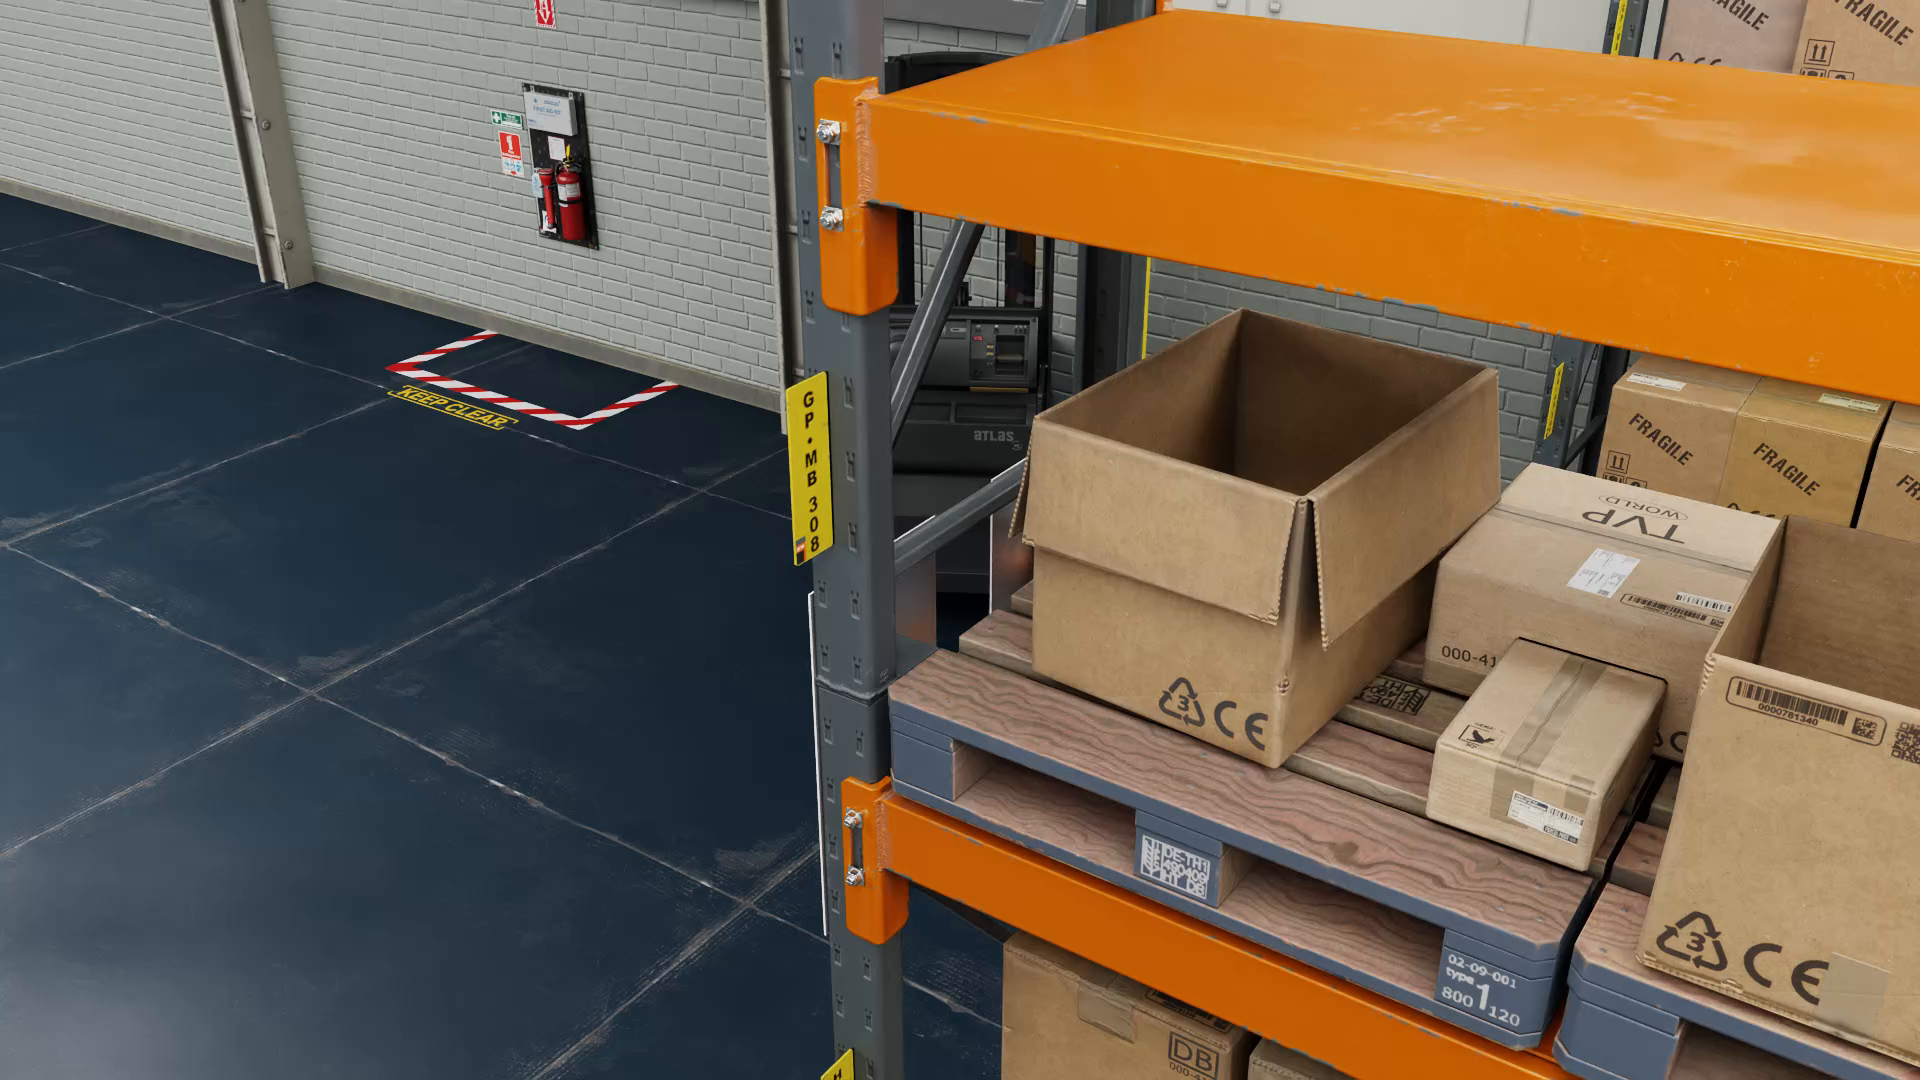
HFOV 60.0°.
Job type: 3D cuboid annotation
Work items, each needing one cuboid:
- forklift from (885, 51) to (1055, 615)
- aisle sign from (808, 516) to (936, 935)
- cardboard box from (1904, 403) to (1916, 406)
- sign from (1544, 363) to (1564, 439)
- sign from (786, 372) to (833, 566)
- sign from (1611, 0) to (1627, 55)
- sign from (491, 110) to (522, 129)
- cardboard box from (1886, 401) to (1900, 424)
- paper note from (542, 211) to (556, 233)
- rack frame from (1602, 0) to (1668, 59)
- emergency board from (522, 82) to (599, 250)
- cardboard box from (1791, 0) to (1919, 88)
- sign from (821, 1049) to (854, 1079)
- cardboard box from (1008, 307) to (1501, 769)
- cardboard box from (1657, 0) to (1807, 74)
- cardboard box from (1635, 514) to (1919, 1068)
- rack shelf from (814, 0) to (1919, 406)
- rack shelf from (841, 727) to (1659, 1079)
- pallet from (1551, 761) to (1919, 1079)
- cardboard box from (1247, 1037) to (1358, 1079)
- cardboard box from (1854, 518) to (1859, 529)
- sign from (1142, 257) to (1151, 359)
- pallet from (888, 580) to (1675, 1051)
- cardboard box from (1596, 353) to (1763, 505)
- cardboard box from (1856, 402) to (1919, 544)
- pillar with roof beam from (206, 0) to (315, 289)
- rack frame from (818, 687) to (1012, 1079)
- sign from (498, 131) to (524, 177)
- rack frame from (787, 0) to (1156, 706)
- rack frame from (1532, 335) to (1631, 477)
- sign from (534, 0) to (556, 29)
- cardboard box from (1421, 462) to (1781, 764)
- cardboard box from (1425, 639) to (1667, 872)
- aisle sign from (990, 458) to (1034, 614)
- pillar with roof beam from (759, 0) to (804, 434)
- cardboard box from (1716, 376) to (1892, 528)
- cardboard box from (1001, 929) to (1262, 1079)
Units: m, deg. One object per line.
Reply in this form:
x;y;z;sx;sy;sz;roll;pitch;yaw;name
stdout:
-0.047;-1.025;9.032;1.130;2.935;3.031;2;27;4;forklift
-0.162;0.377;3.337;0.004;0.787;0.394;17;32;30;aisle sign
4.214;-0.386;7.018;0.500;0.500;0.500;16;31;29;cardboard box
2.560;-0.598;7.164;0.005;0.325;0.100;17;32;30;sign
-0.254;-0.118;2.817;0.005;0.325;0.100;17;32;30;sign
2.560;-1.939;6.482;0.005;0.325;0.100;17;32;30;sign
-3.426;-3.177;12.561;0.331;0.109;0.001;17;32;30;sign
3.785;-0.517;7.276;0.500;0.500;0.500;18;32;31;cardboard box
-3.134;-2.427;12.684;0.142;0.148;0.016;17;32;30;paper note
2.867;-3.089;6.398;0.127;3.000;1.000;17;32;30;rack frame
-3.027;-2.749;12.344;0.643;1.169;0.194;17;32;30;emergency board
3.432;-1.914;6.162;0.500;0.500;0.500;17;31;30;cardboard box
-0.254;1.222;3.499;0.005;0.325;0.100;17;32;30;sign
0.537;-0.046;2.994;0.637;0.503;0.797;20;33;34;cardboard box
3.047;-2.062;6.452;0.500;0.500;0.500;15;31;27;cardboard box
1.280;0.335;2.249;0.500;0.500;0.500;17;32;30;cardboard box
1.714;-0.224;2.002;4.000;0.370;1.077;17;32;30;rack shelf
1.714;0.935;2.592;4.000;0.370;1.077;17;32;30;rack shelf
1.643;0.644;2.467;1.213;0.211;1.003;17;32;30;pallet
0.923;1.086;3.268;0.500;0.500;0.700;16;31;29;cardboard box
3.526;0.015;7.058;0.500;0.250;0.500;16;31;29;cardboard box
0.384;-0.458;3.646;0.005;0.325;0.100;17;32;30;sign
0.634;0.331;3.082;1.213;0.211;1.003;17;32;30;pallet
3.090;-0.457;7.157;0.500;0.500;0.500;17;32;30;cardboard box
3.914;-0.191;6.635;0.500;0.500;0.500;16;31;29;cardboard box
-8.395;-4.705;9.573;0.400;9.000;9.100;17;32;30;pillar with roof beam
0.065;1.438;4.118;0.127;3.000;1.000;17;32;30;rack frame
-3.425;-2.945;12.691;0.234;0.329;0.001;17;32;30;sign
0.065;-1.236;2.757;0.127;3.000;1.000;17;32;30;rack frame
2.867;-0.415;7.759;0.127;3.000;1.000;17;32;30;rack frame
-2.978;-3.821;11.895;0.199;0.298;0.001;17;32;30;sign
1.164;0.115;2.957;0.500;0.250;0.500;17;32;30;cardboard box
0.935;0.331;2.645;0.250;0.149;0.380;17;32;30;cardboard box
0.178;0.152;3.777;0.004;0.787;0.394;17;32;30;aisle sign
-3.449;-3.164;6.546;0.400;9.000;9.100;17;32;30;pillar with roof beam
3.492;-0.326;6.900;0.500;0.500;0.500;17;32;30;cardboard box
0.487;0.953;3.530;0.500;0.500;0.700;17;32;30;cardboard box
